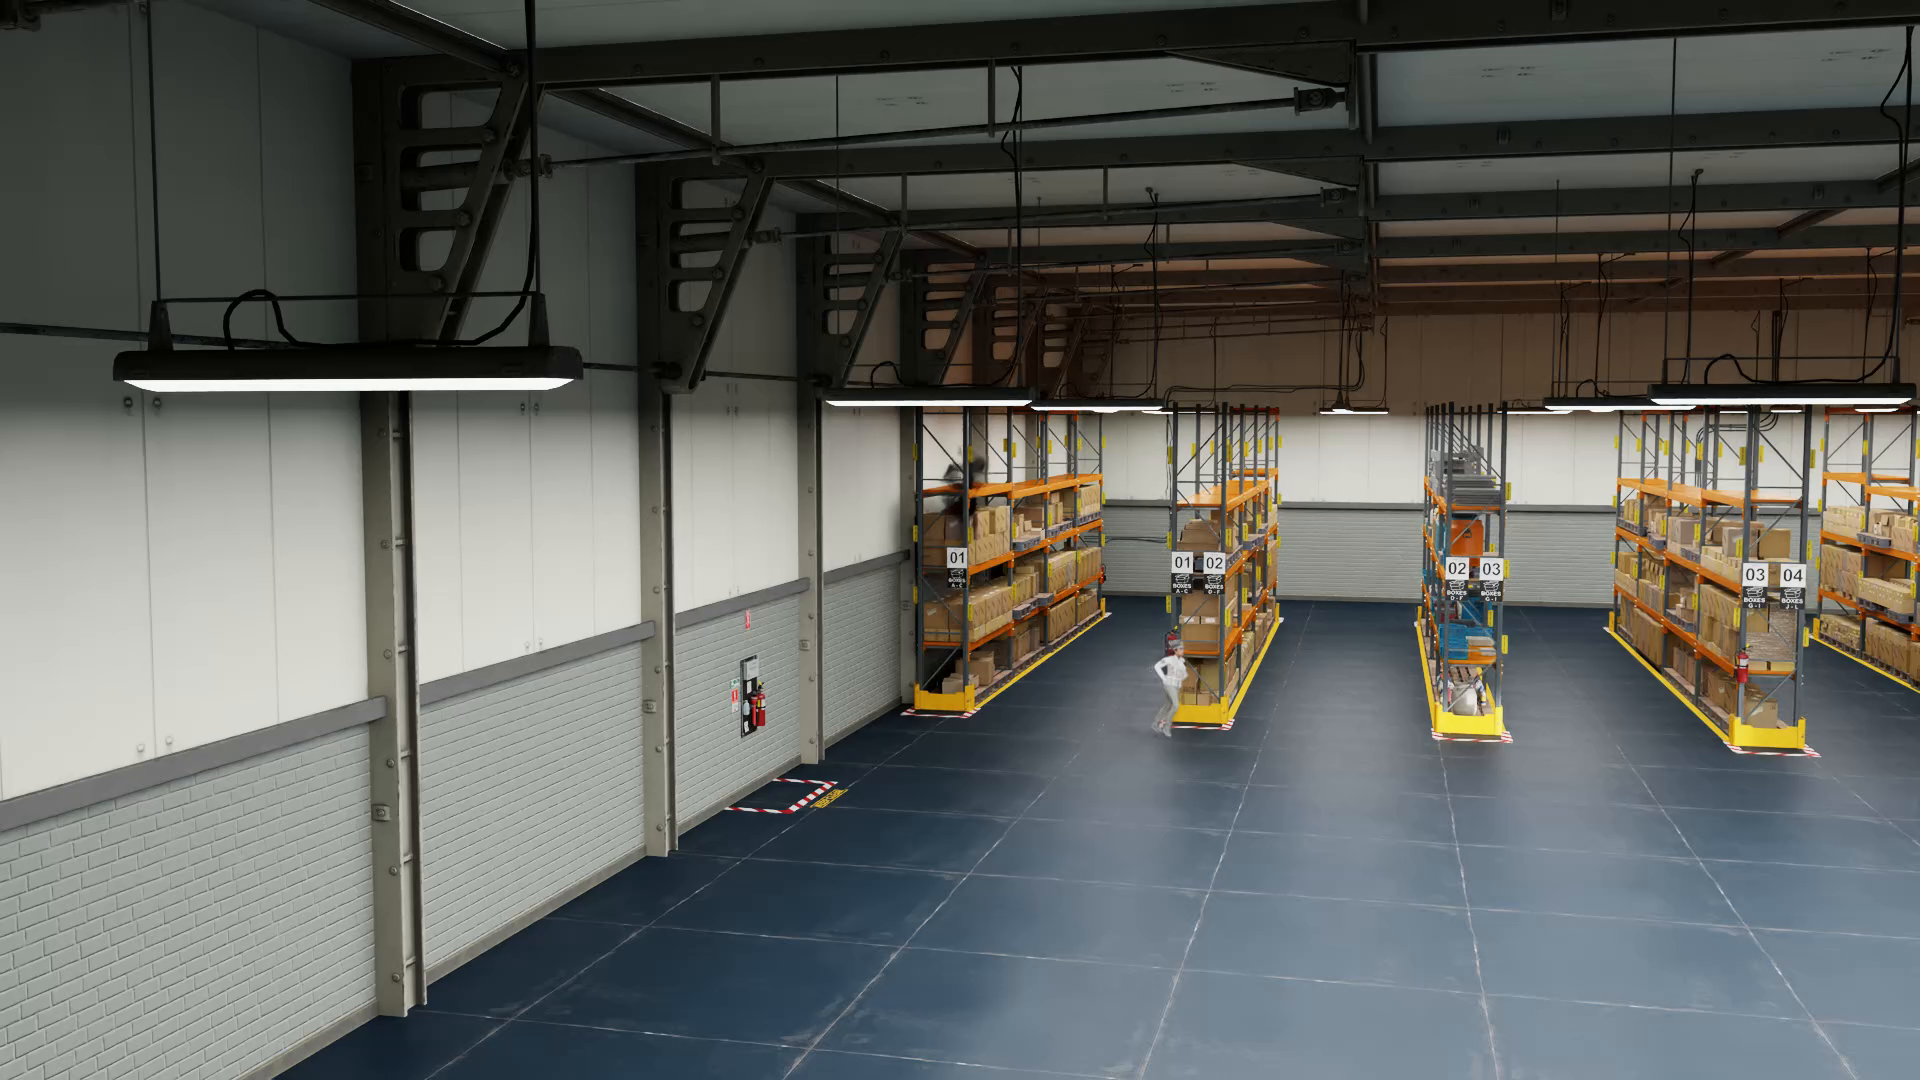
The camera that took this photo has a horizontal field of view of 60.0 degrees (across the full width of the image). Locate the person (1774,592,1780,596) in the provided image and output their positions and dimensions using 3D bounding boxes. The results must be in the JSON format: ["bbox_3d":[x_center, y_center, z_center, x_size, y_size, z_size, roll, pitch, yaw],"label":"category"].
[{"bbox_3d":[21.759,1.669,43.827,0.631,1.654,0.587,-2,5,-28],"label":"person"}]

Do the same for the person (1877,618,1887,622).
[{"bbox_3d":[24.044,1.742,43.401,0.579,1.543,0.522,-2,5,-20],"label":"person"}]

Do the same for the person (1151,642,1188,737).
[{"bbox_3d":[3.815,2.689,30.063,0.653,1.726,0.631,4,6,44],"label":"person"}]
